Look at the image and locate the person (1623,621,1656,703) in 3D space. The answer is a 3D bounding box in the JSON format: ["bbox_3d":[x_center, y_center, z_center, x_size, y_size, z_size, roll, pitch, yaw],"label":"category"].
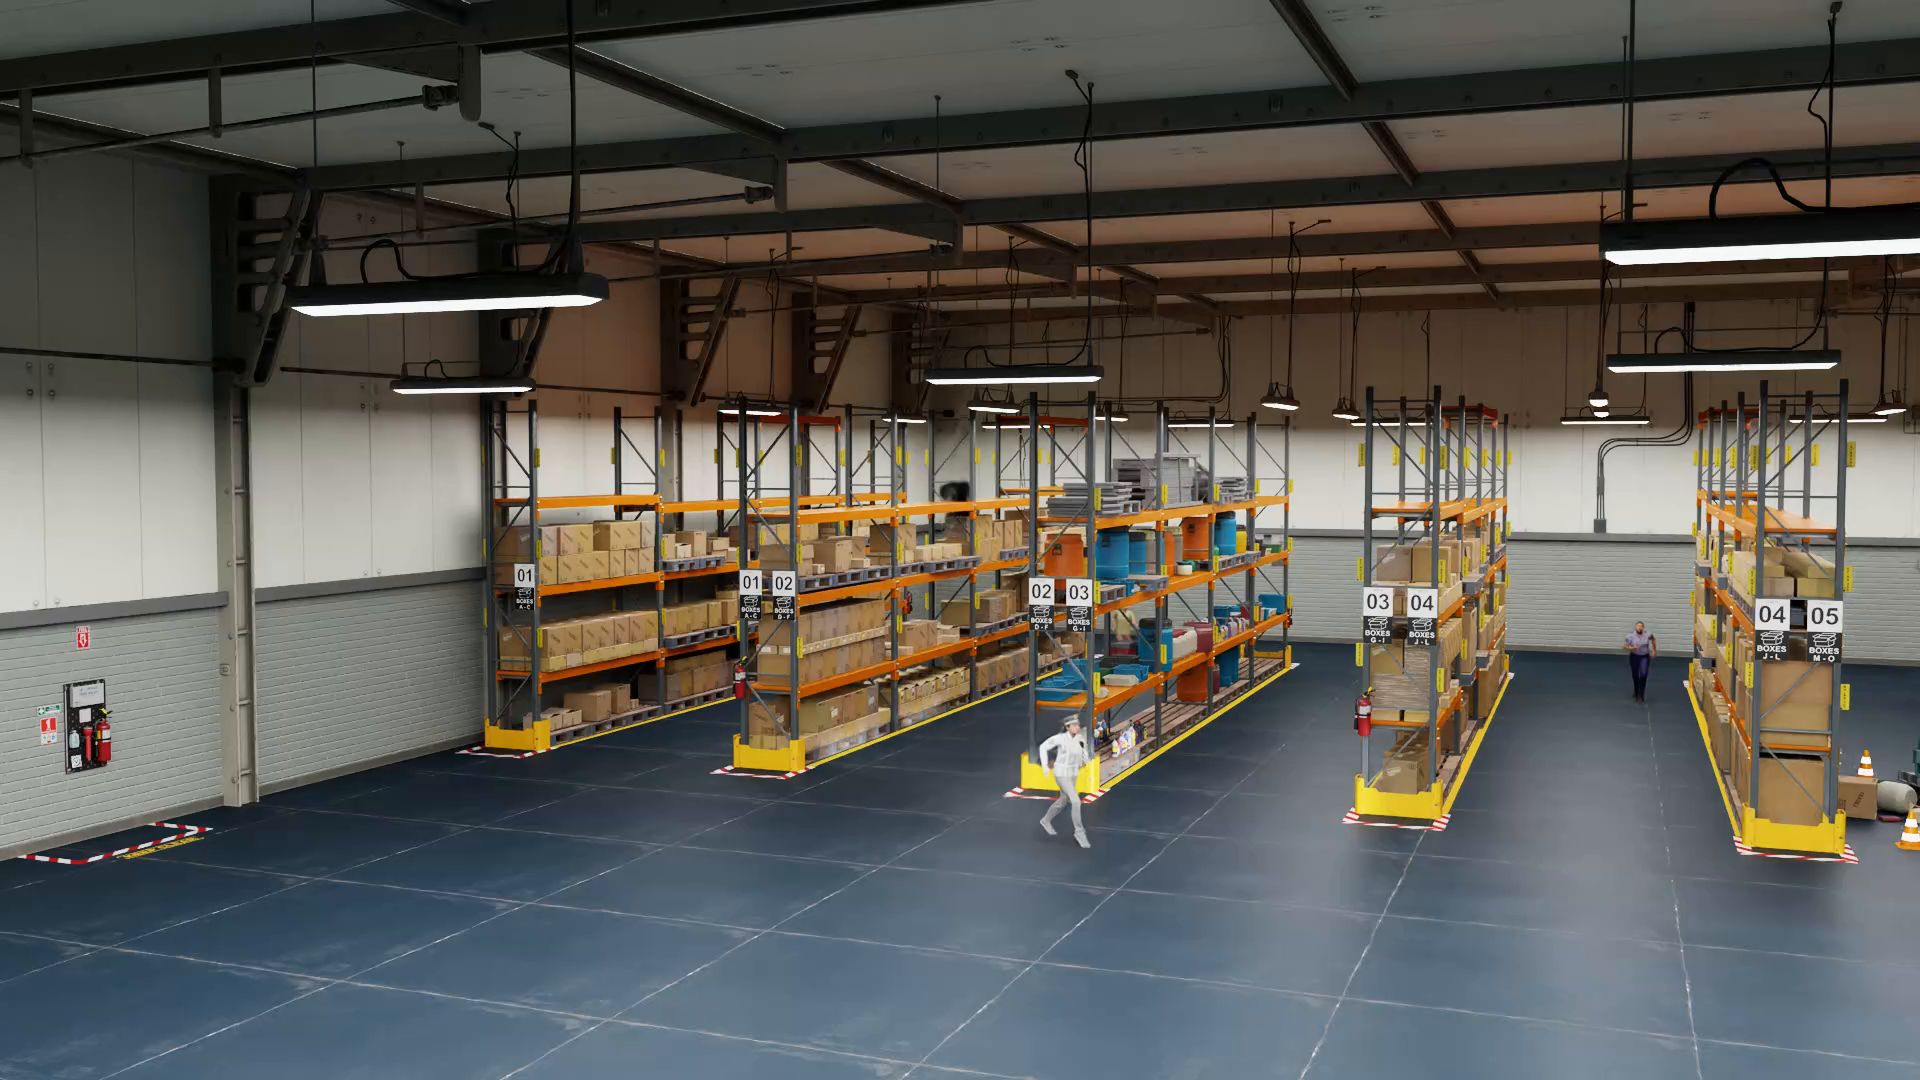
[{"bbox_3d":[14.011,2.504,34.299,0.626,1.693,0.836,1,3,20],"label":"person"}]

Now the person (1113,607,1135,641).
[{"bbox_3d":[3.833,2.236,38.922,0.555,1.716,0.820,0,3,9],"label":"person"}]

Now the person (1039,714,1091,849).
[{"bbox_3d":[1.364,3.099,21.606,0.635,1.731,0.897,-2,4,-41],"label":"person"}]
